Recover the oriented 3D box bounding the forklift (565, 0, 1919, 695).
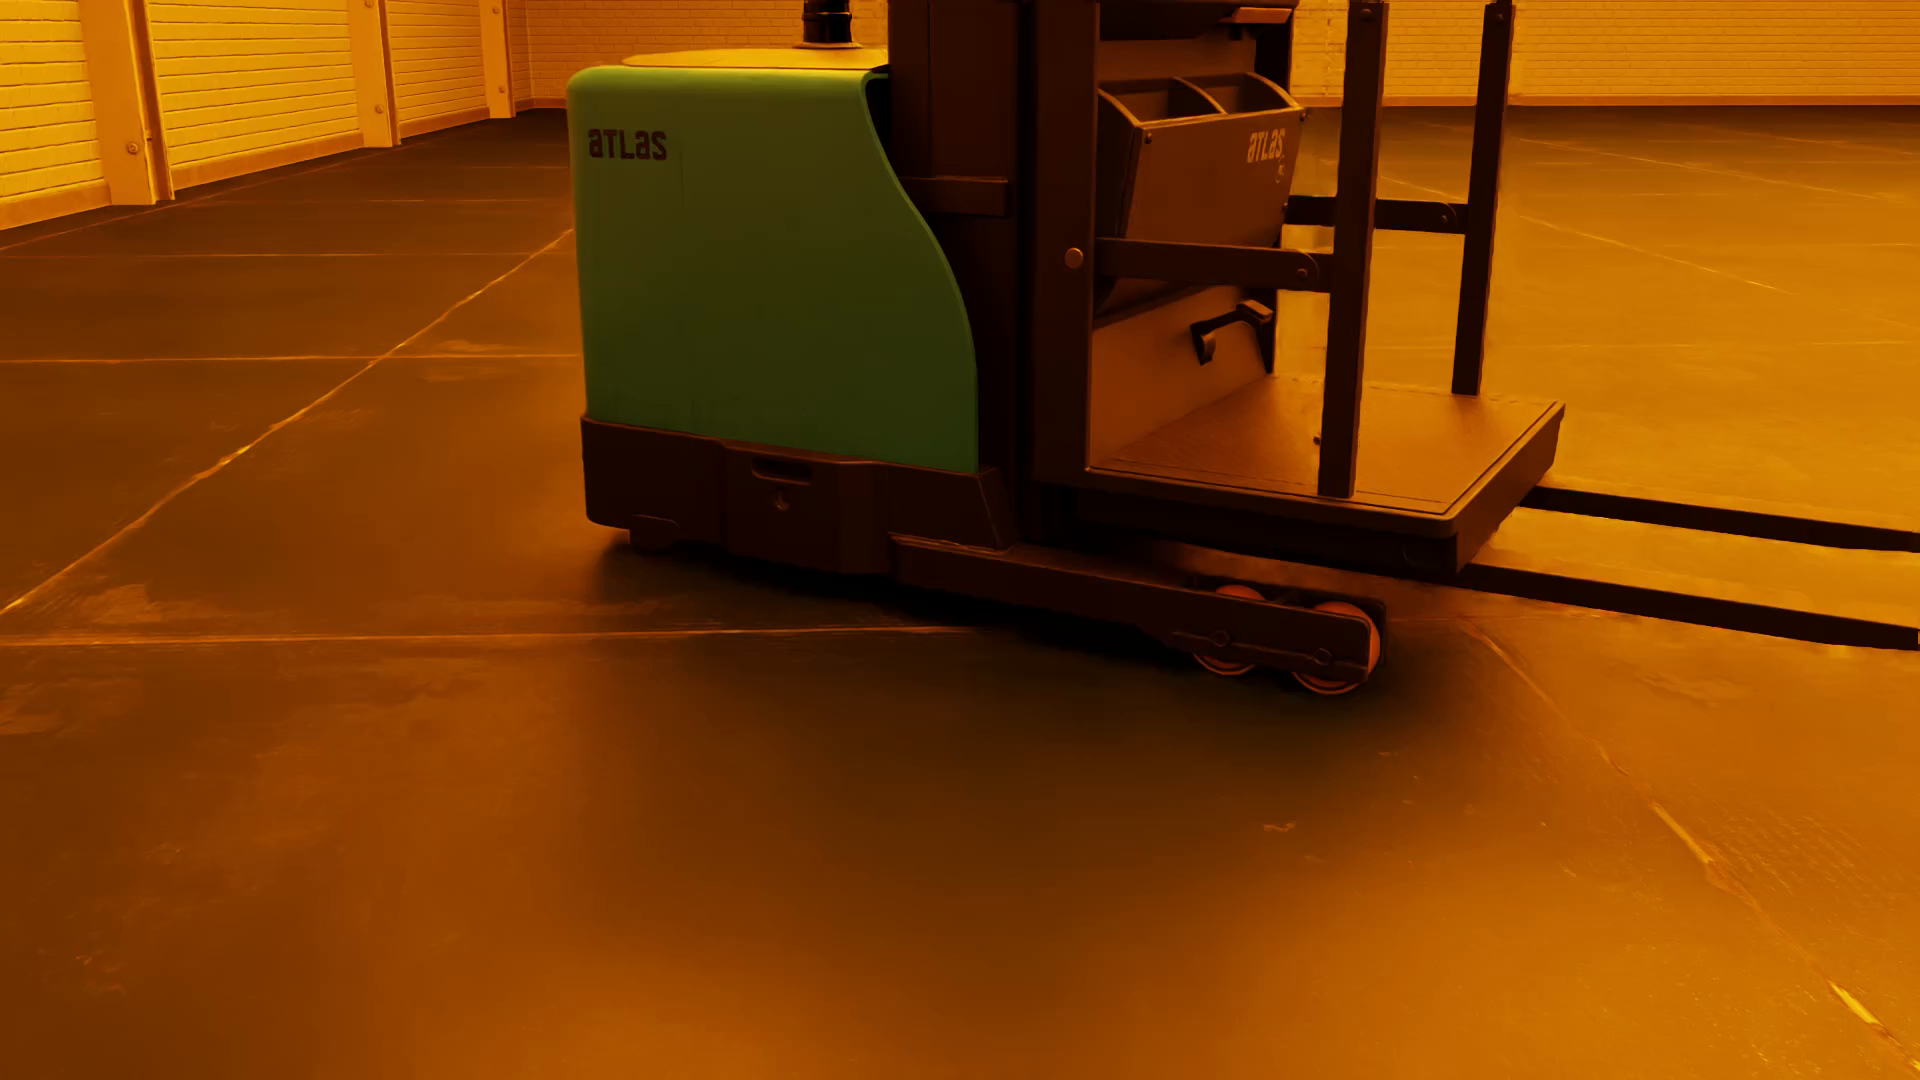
[{"bbox_3d":[0.673,-1.299,3.155,3.031,2.935,1.130,9,19,28],"label":"forklift"}]
